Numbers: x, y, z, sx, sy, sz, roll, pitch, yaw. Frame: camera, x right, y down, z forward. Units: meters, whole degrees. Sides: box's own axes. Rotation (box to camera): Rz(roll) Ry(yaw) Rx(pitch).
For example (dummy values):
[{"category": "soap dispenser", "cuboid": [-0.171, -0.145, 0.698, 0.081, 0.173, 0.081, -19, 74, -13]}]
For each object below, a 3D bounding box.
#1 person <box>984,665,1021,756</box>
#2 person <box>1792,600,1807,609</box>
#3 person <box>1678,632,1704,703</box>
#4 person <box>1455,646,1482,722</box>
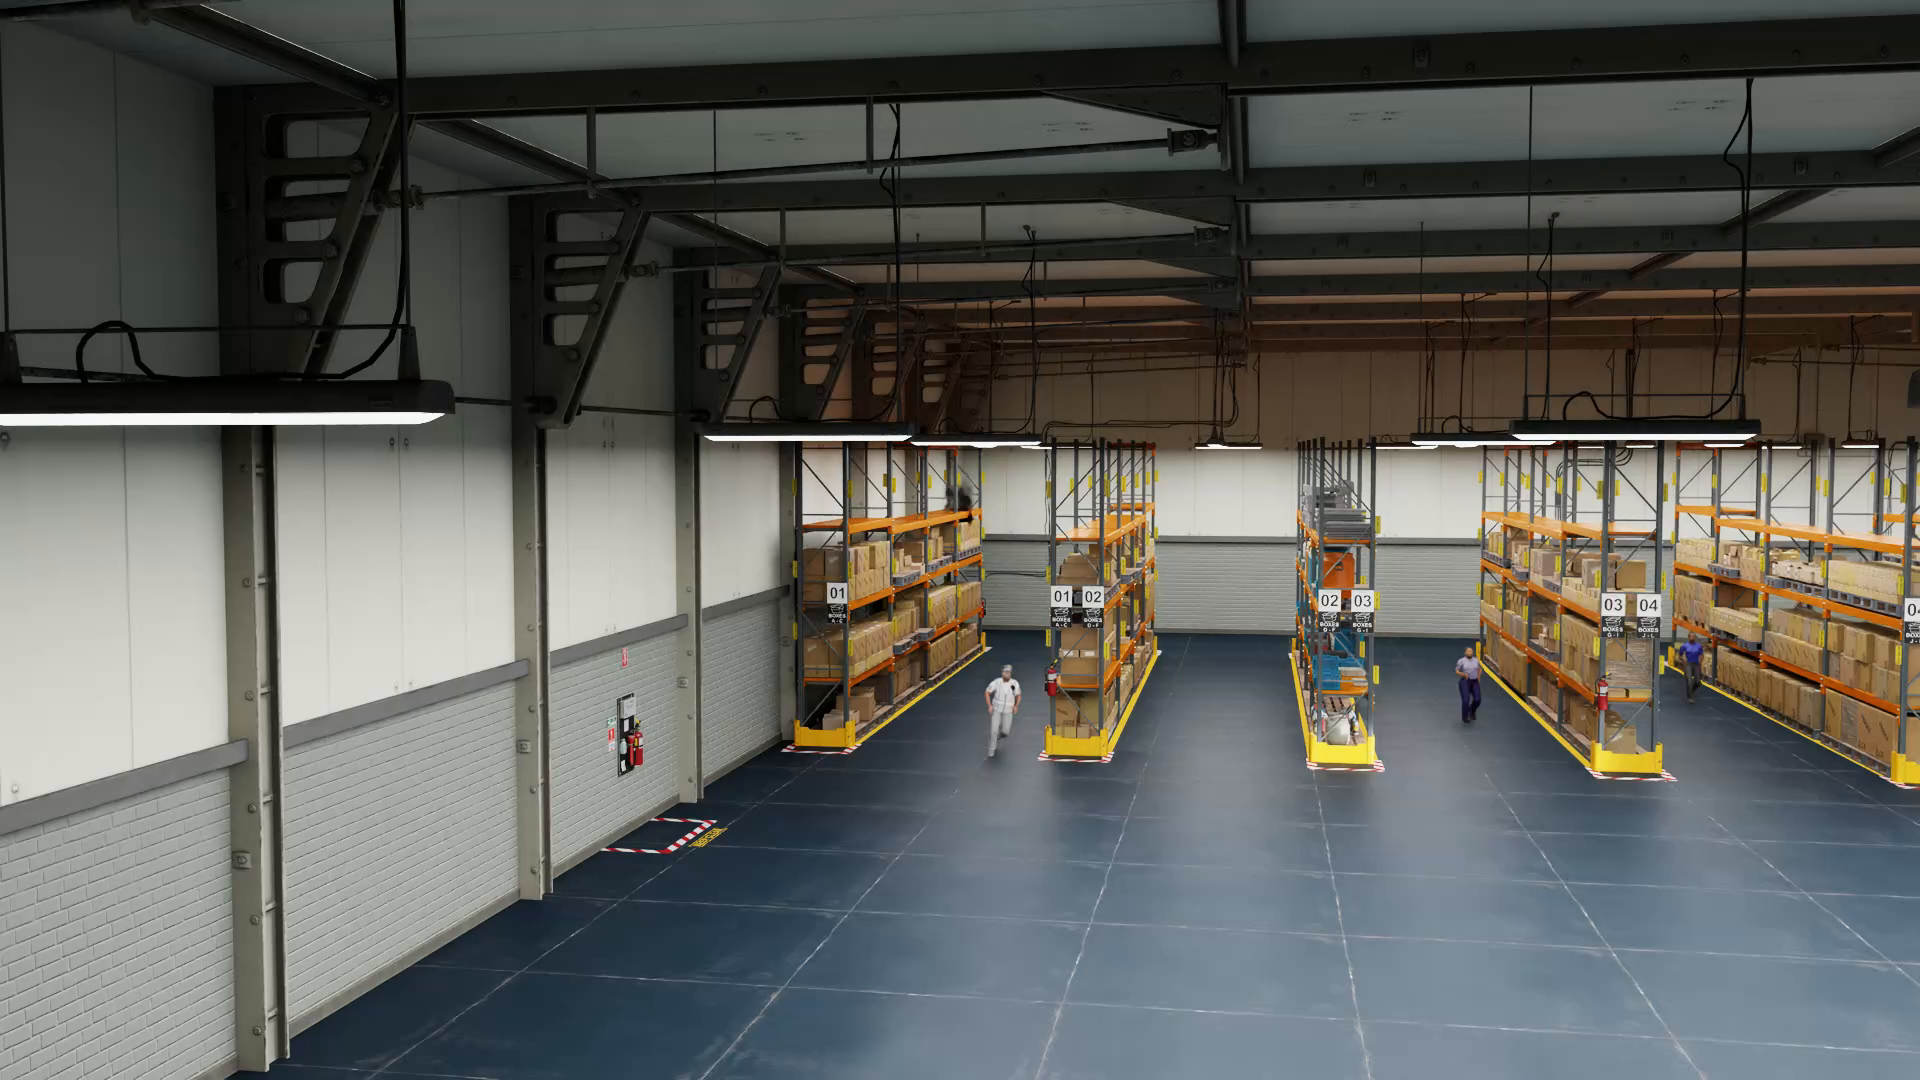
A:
[{"category": "person", "cuboid": [0.818, 3.209, 31.468, 0.707, 1.713, 0.536, 0, 3, -5]}, {"category": "person", "cuboid": [22.853, 2.490, 45.388, 0.813, 1.738, 0.704, 1, 3, 12]}, {"category": "person", "cuboid": [16.729, 2.911, 38.043, 0.573, 1.593, 0.584, 1, 3, 11]}, {"category": "person", "cuboid": [10.756, 3.064, 35.050, 0.592, 1.588, 0.559, 0, 3, 1]}]
